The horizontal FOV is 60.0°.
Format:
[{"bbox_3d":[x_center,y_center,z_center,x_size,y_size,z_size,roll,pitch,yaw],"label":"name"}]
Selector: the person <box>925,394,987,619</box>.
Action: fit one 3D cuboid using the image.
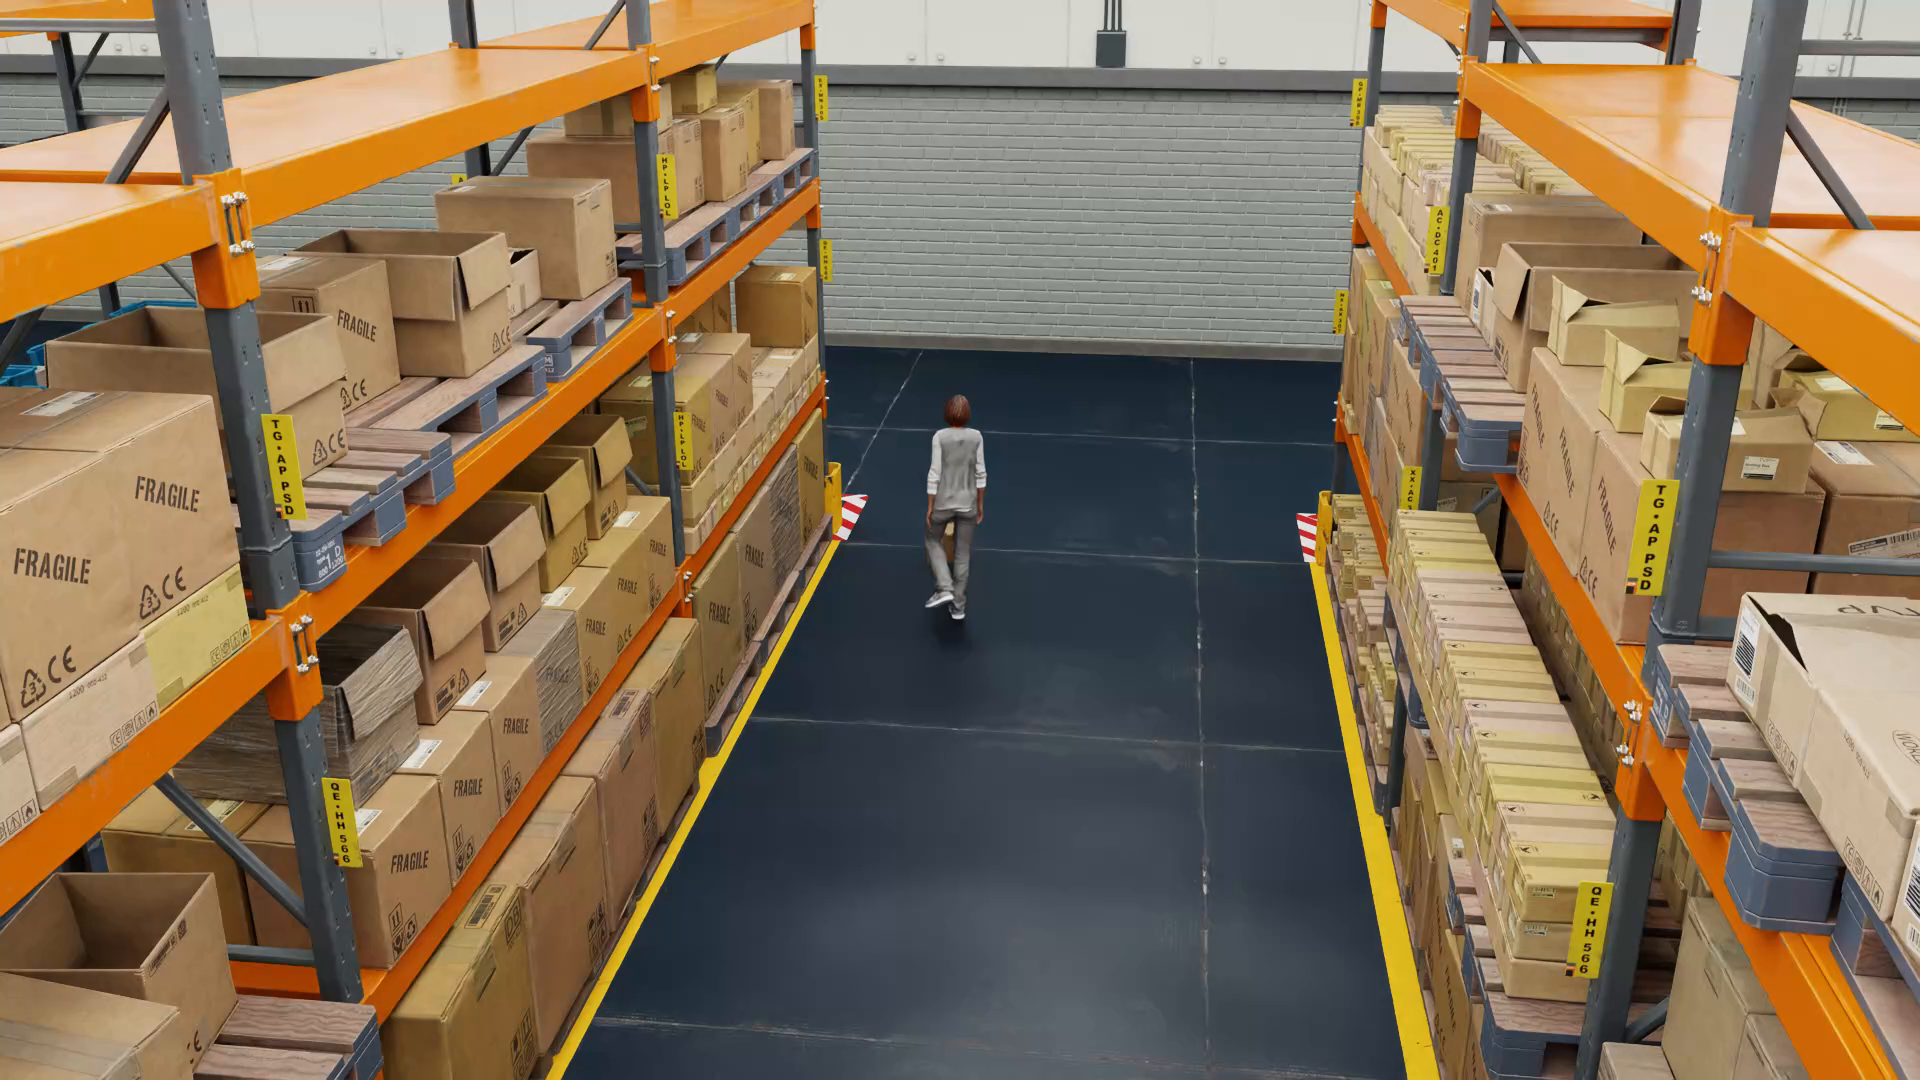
[{"bbox_3d":[-0.030,-0.224,11.632,0.450,1.587,0.420,-4,22,-10],"label":"person"}]
